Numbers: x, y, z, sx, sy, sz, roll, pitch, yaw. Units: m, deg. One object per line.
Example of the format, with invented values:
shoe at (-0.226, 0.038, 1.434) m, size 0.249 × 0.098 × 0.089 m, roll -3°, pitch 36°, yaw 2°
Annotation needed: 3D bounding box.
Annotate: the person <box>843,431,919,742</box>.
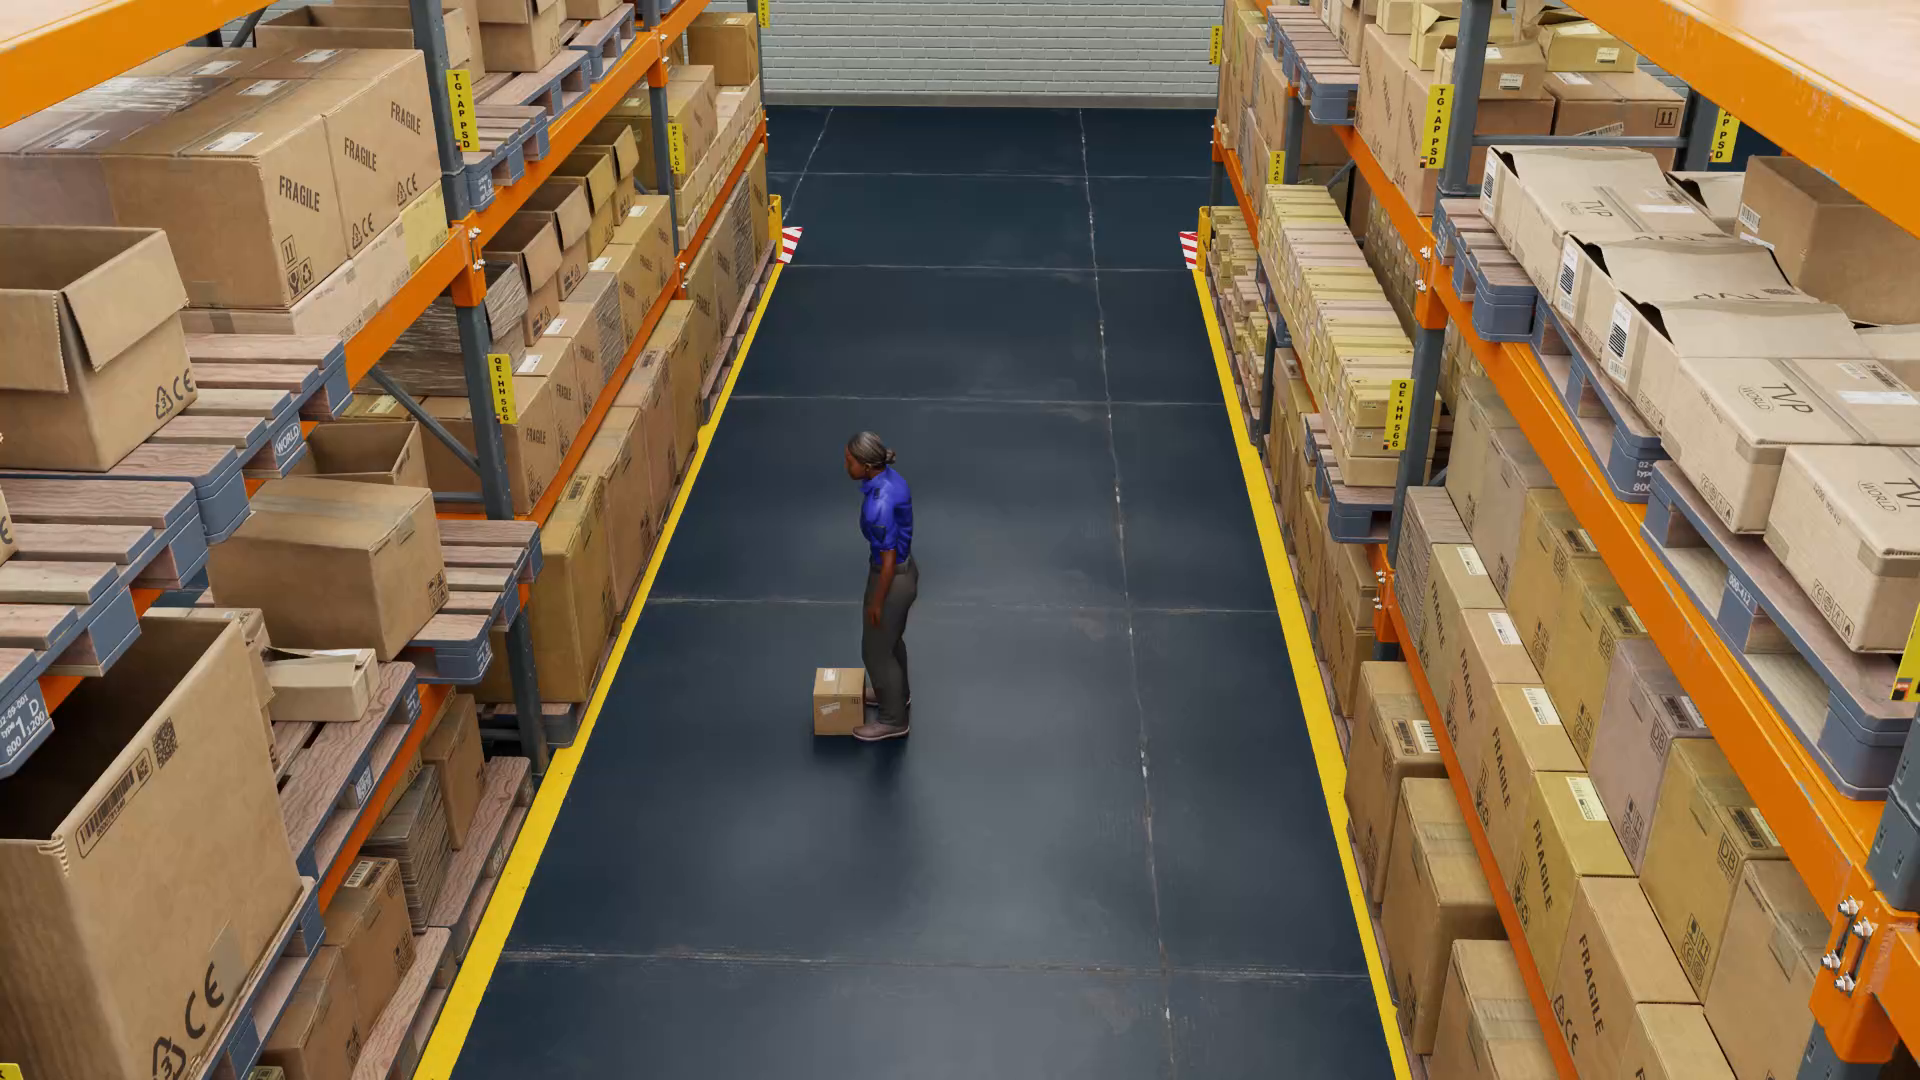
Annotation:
person at (-0.380, 0.210, 8.236) m, size 0.349 × 1.654 × 0.503 m, roll 1°, pitch 28°, yaw 2°
